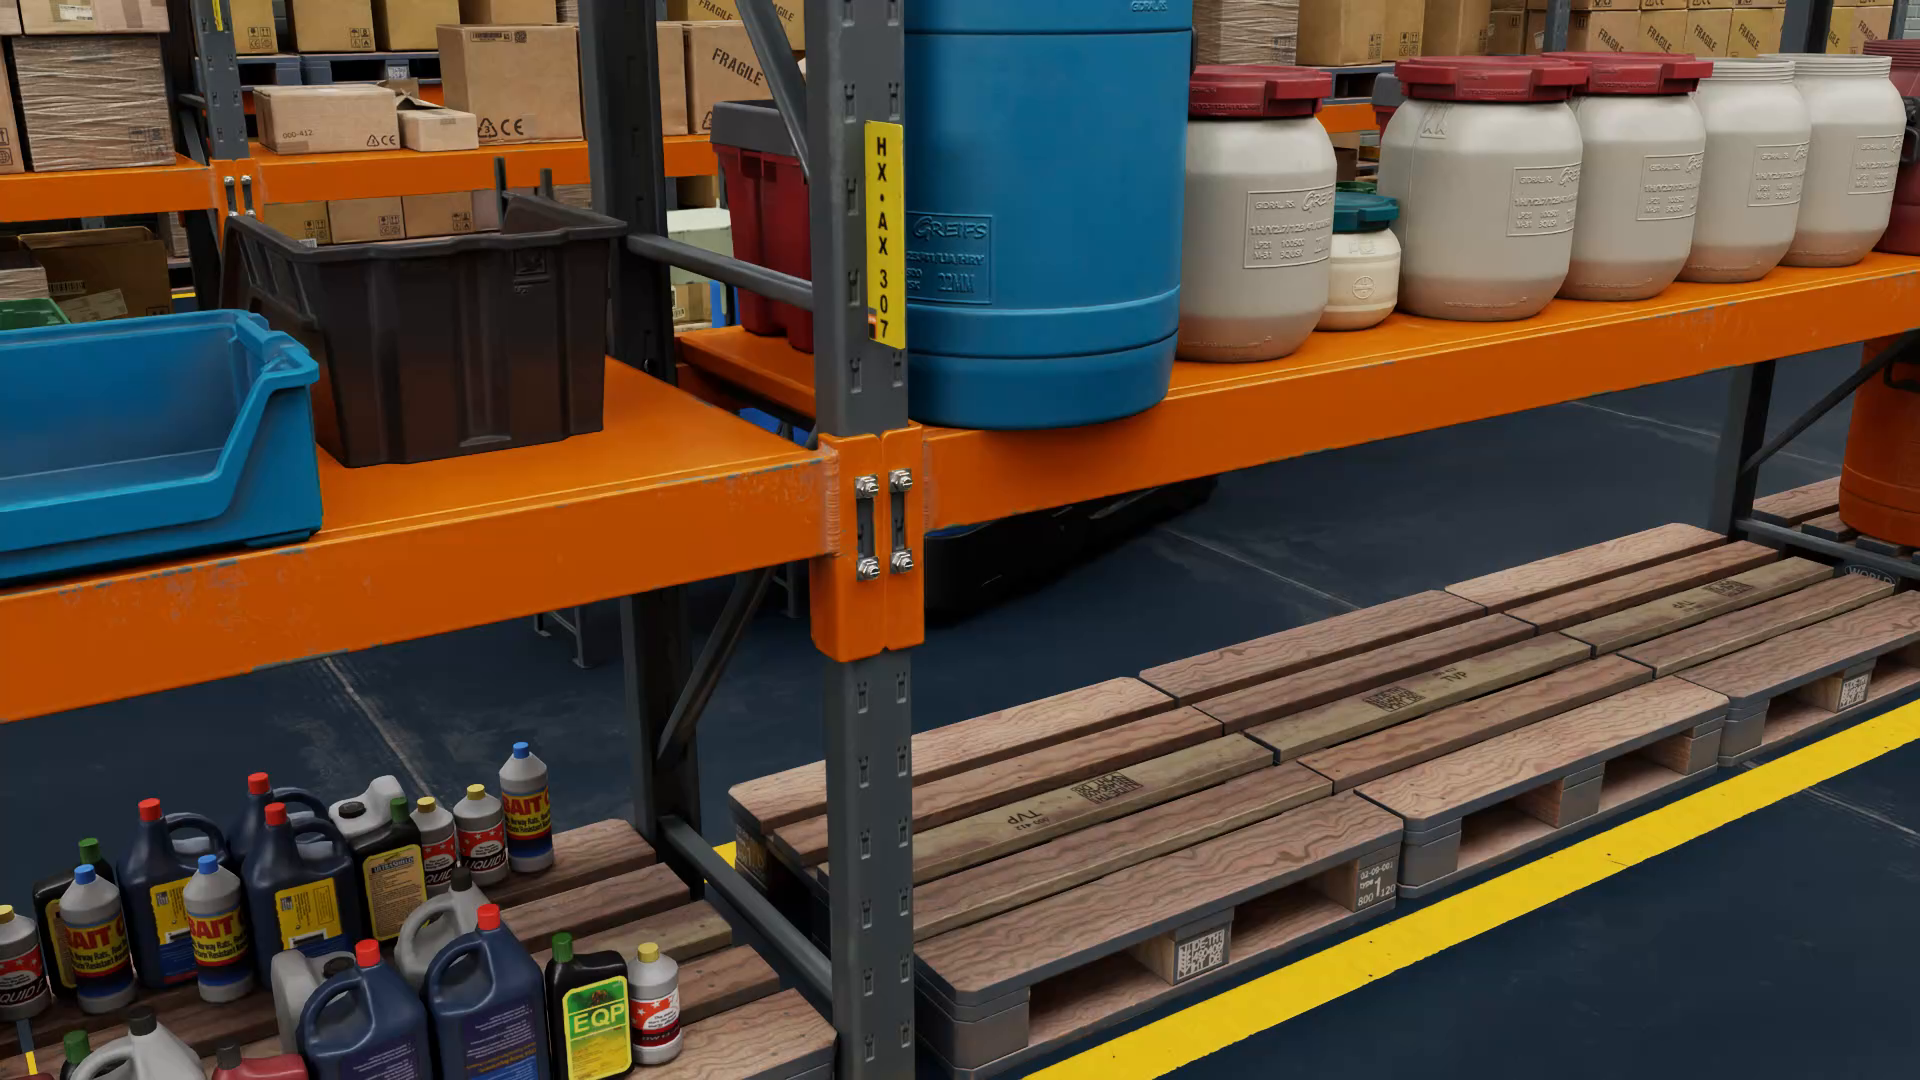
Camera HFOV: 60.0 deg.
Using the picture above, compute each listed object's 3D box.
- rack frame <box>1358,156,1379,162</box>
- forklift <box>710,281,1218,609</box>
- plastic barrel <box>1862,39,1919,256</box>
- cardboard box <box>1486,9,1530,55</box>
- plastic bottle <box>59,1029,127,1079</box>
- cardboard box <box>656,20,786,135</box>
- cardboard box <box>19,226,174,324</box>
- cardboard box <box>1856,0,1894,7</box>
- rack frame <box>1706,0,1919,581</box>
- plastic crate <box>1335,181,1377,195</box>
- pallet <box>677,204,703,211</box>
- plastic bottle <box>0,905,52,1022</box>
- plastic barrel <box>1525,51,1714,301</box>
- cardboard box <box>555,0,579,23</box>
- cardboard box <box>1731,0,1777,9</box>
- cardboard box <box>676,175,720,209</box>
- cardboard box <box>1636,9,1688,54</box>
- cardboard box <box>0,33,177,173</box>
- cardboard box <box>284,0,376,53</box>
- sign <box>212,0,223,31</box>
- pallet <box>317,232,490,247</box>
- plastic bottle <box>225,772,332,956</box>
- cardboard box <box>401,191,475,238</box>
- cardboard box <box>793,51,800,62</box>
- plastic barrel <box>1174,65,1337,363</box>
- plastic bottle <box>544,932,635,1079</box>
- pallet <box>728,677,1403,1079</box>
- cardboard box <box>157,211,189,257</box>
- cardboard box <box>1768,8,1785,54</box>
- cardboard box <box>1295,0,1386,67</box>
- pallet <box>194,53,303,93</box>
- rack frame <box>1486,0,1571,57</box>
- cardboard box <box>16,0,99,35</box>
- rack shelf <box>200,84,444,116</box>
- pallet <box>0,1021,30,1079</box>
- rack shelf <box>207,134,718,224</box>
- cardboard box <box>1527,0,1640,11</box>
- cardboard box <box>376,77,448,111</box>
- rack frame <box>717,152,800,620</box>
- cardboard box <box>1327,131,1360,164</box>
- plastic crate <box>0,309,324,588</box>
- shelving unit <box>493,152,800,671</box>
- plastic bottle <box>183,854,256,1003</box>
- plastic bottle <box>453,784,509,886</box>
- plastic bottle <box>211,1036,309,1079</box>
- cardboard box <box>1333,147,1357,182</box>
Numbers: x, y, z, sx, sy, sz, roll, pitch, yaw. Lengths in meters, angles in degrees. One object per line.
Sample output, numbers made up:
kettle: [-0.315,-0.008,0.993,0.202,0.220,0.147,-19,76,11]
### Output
rack frame: [4.169,-5.232,17.037,0.127,3.000,1.000,-12,22,-31]
forklift: [0.393,-1.579,6.338,1.130,2.935,3.031,13,22,33]
plastic barrel: [2.715,-1.075,4.528,0.708,0.536,0.600,-12,22,-31]
cardboard box: [3.832,-3.407,11.484,0.500,0.500,0.500,-11,22,-31]
plastic bottle: [-1.292,0.868,2.547,0.133,0.283,0.061,-12,22,-31]
cardboard box: [-1.177,-2.246,8.049,0.500,0.500,0.500,-13,23,-34]
cardboard box: [-3.685,-1.048,7.127,0.500,0.500,0.500,-12,22,-31]
cardboard box: [6.676,-4.277,12.495,0.500,0.500,0.500,-12,22,-32]
rack frame: [2.936,-1.173,5.031,0.127,3.000,1.000,-12,22,-31]
plastic crate: [0.895,-0.750,4.112,0.662,0.188,0.450,-12,22,-31]
pallet: [-1.812,-2.621,13.667,1.213,0.211,1.003,-12,22,-31]
plastic bottle: [-1.714,0.757,3.005,0.097,0.201,0.097,0,19,0]
plastic barrel: [1.489,-0.848,3.858,0.433,0.535,0.433,0,19,0]
cardboard box: [-2.899,-3.993,12.530,0.500,0.500,0.700,-15,24,-38]
cardboard box: [5.395,-4.005,11.689,0.500,0.500,0.500,-11,22,-30]
cardboard box: [-1.826,-3.098,13.426,0.750,0.750,0.750,-12,22,-32]
cardboard box: [4.557,-3.359,11.339,0.500,0.500,0.500,-11,22,-30]
cardboard box: [-3.493,-1.762,6.616,0.500,0.500,0.700,-13,22,-33]
cardboard box: [-4.406,-3.676,11.590,0.500,0.500,0.700,-9,21,-24]
sign: [-2.819,-2.094,6.278,0.005,0.325,0.100,-12,22,-31]
pallet: [-4.184,-2.151,12.278,1.213,0.211,1.003,-12,22,-31]
plastic bottle: [-1.307,0.609,3.209,0.185,0.351,0.144,-11,22,-30]
cardboard box: [-3.979,-2.552,12.325,0.500,0.500,0.700,-12,22,-32]
cardboard box: [-1.484,-3.853,13.319,0.250,0.149,0.380,-12,22,-32]
plastic barrel: [0.515,-0.643,3.250,0.433,0.535,0.433,0,19,0]
plastic bottle: [-0.625,0.783,2.800,0.133,0.283,0.061,-11,21,-29]
pallet: [0.230,0.704,3.833,1.213,0.211,1.003,-12,22,-31]
cardboard box: [-5.247,-2.277,11.512,0.500,0.500,0.700,-11,22,-30]
cardboard box: [5.821,-3.625,12.127,0.500,0.500,0.500,-12,22,-31]
cardboard box: [2.114,-3.122,9.983,0.700,0.500,0.500,16,24,39]
pallet: [-5.135,-3.123,11.099,1.213,0.211,1.003,-12,22,-31]
rack frame: [3.556,-3.203,11.036,0.127,3.000,1.000,-12,22,-31]
cardboard box: [-3.442,-2.001,6.310,0.250,0.149,0.380,-12,22,-33]
rack shelf: [-4.183,-3.130,11.943,4.000,0.370,1.077,-12,22,-31]
pallet: [-2.008,1.176,2.437,1.213,0.211,1.003,-12,22,-31]
rack shelf: [-1.455,-1.806,8.025,4.000,0.370,1.077,-12,22,-31]
cardboard box: [4.104,-3.732,10.883,0.500,0.500,0.500,-11,22,-30]
cardboard box: [-2.492,-1.934,7.493,0.258,0.266,0.396,-13,22,-33]
rack frame: [-0.651,-0.501,5.384,0.023,1.500,0.400,-13,22,-33]
cardboard box: [3.639,-4.097,16.927,0.500,0.500,0.700,-12,22,-31]
plastic crate: [-1.179,-0.130,2.179,0.616,0.251,0.499,-12,22,-31]
shelving unit: [-0.952,-0.434,5.186,0.755,1.500,0.431,-13,22,-33]
plastic bottle: [-1.361,0.705,3.050,0.097,0.271,0.097,0,19,0]
plastic bottle: [-0.996,0.605,3.453,0.097,0.201,0.097,0,19,0]
plastic bottle: [-1.057,0.874,2.530,0.133,0.283,0.061,-10,21,-28]
cardboard box: [2.183,-2.387,10.666,0.500,0.250,0.500,-12,22,-31]
